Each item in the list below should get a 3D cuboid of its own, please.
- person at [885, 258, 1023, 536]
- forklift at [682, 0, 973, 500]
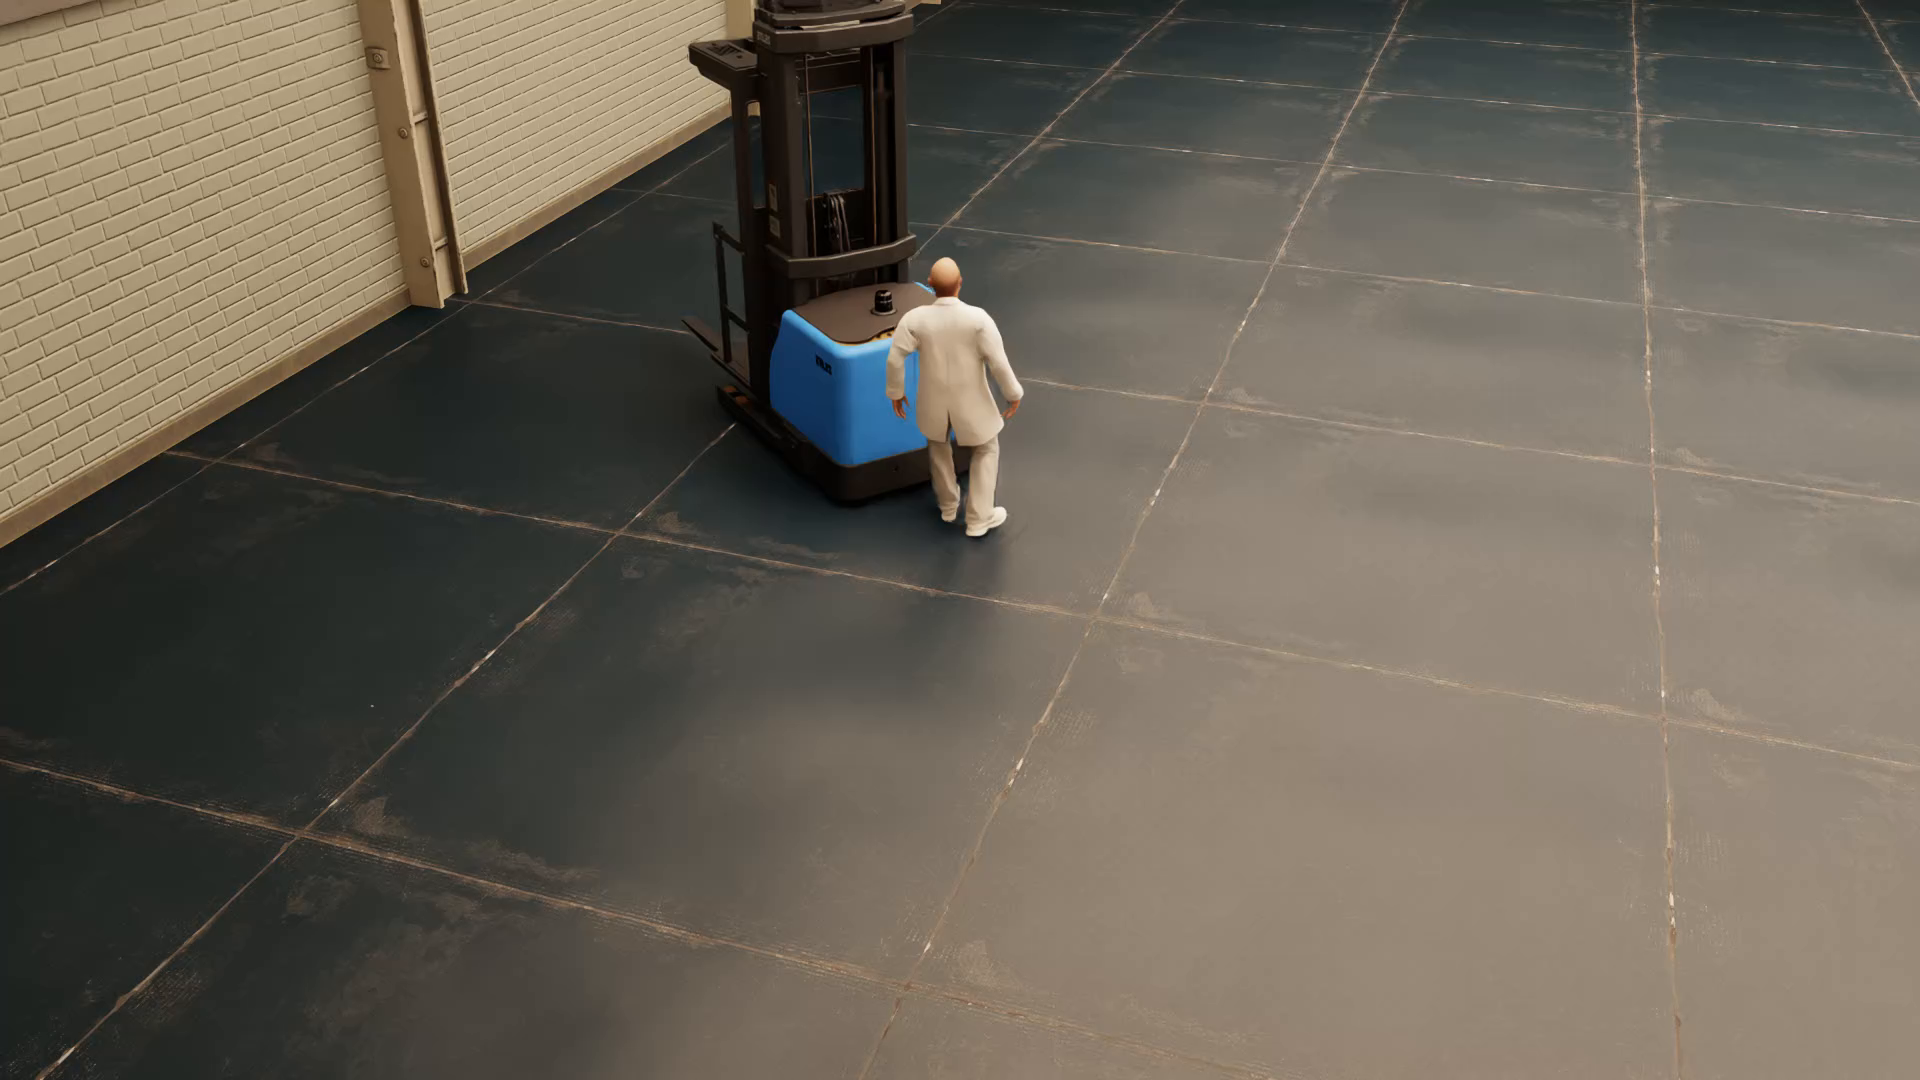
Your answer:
[{"bbox_3d":[-0.008,-0.885,9.898,0.816,1.744,0.633,6,30,10],"label":"person"},{"bbox_3d":[-1.049,-2.214,11.020,1.130,2.935,3.031,-16,34,-26],"label":"forklift"}]
